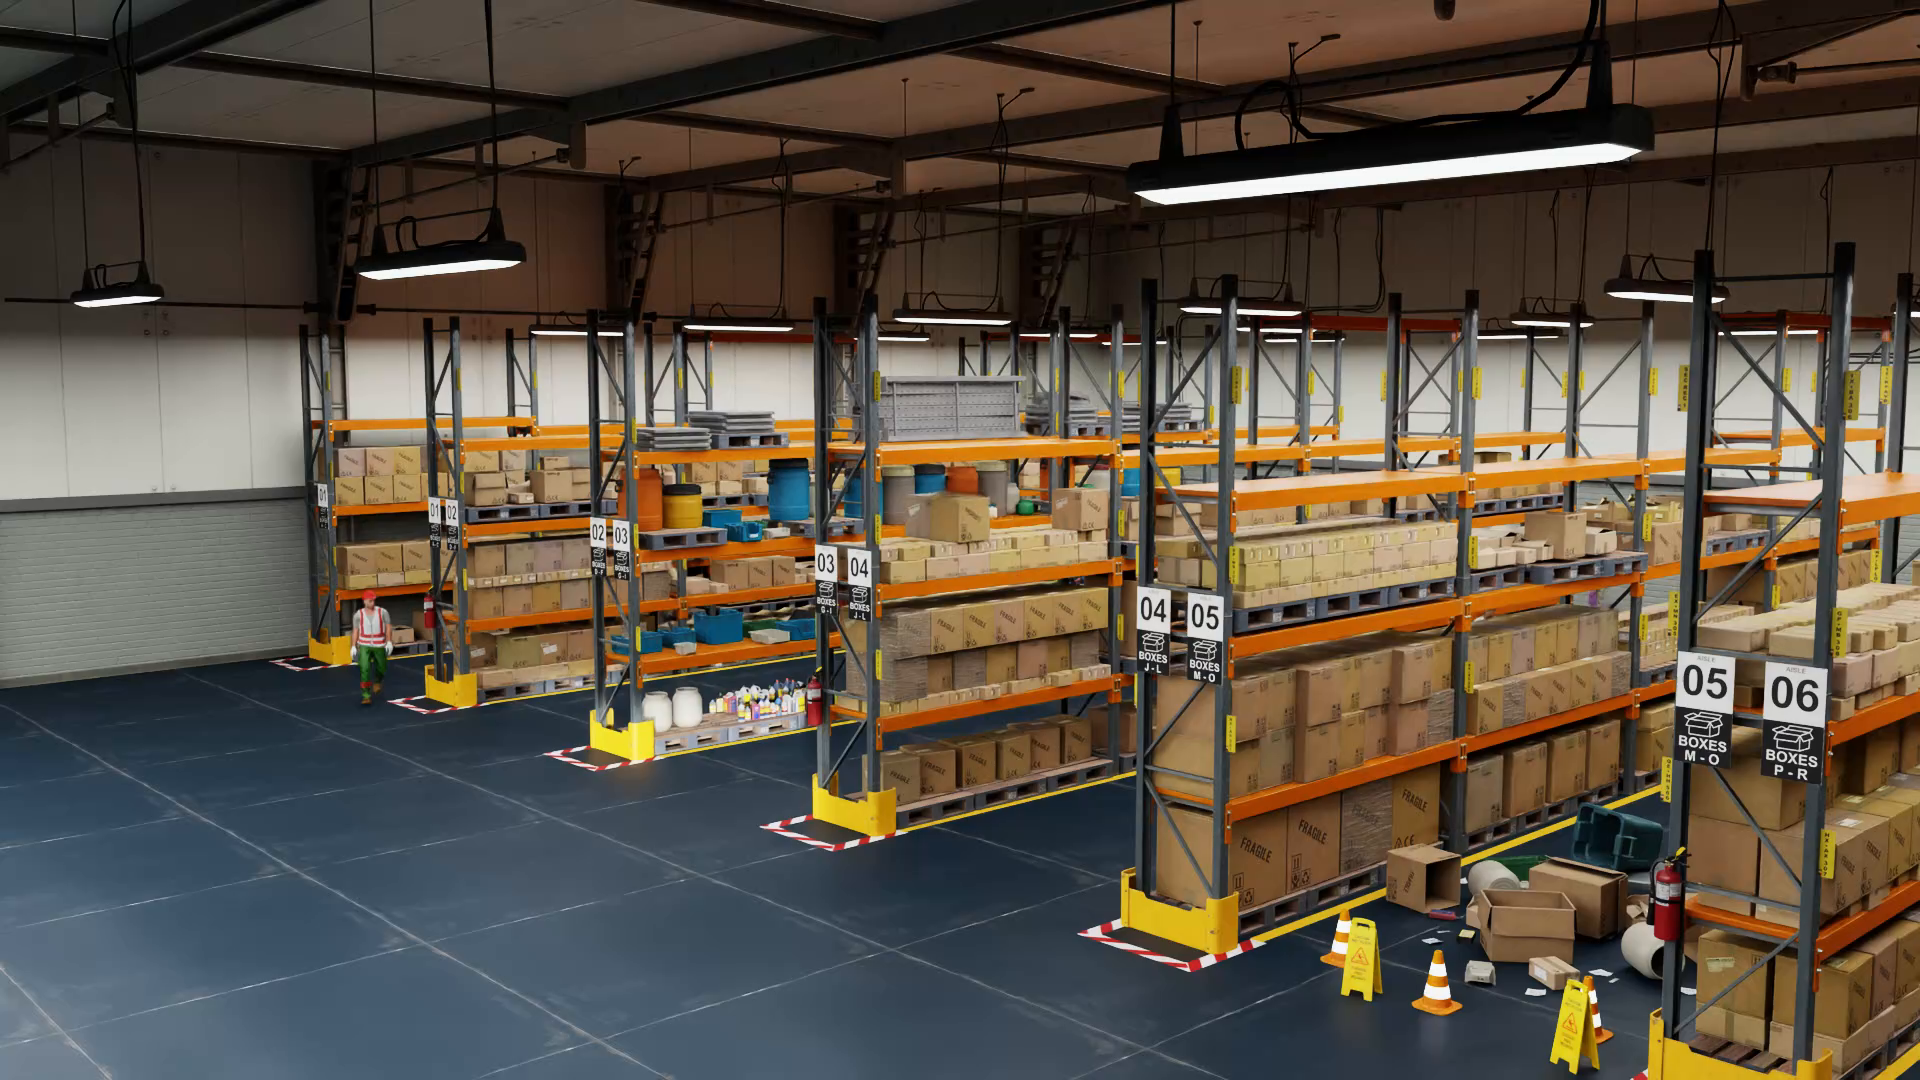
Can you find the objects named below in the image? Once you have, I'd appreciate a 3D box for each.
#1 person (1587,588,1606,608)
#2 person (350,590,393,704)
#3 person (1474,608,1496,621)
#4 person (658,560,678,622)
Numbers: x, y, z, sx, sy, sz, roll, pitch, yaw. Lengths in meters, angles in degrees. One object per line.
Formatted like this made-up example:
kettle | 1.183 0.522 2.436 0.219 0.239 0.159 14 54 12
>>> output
person | 11.680 1.310 30.298 0.765 1.569 0.415 4 7 35
person | -9.223 1.656 26.055 0.635 1.762 0.831 -2 6 -22
person | 7.987 1.751 25.271 0.593 1.709 1.077 5 8 43
person | -5.752 1.064 32.352 0.524 1.604 1.030 4 7 34
